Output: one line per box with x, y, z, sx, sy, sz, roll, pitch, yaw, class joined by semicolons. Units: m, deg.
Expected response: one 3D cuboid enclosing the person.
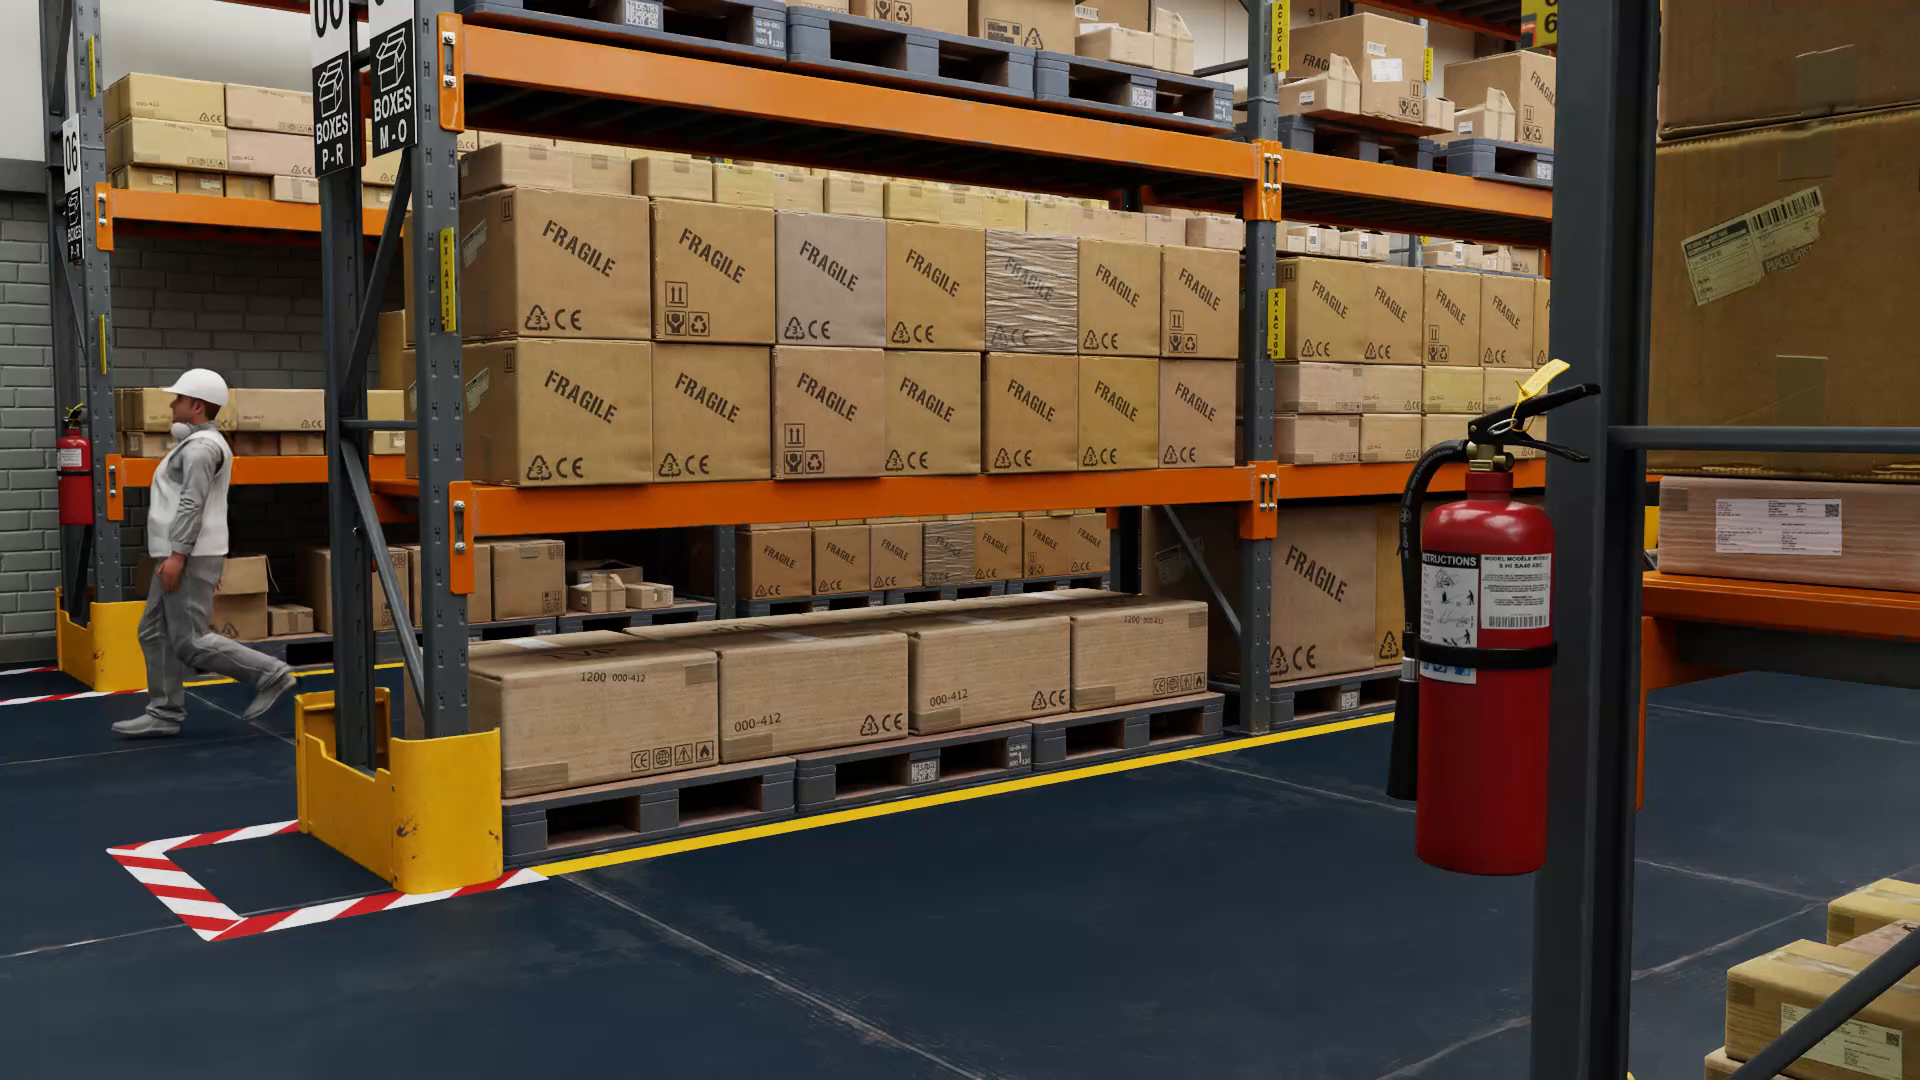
-3.619;0.063;7.912;0.831;1.746;0.539;-2;5;-21;person
